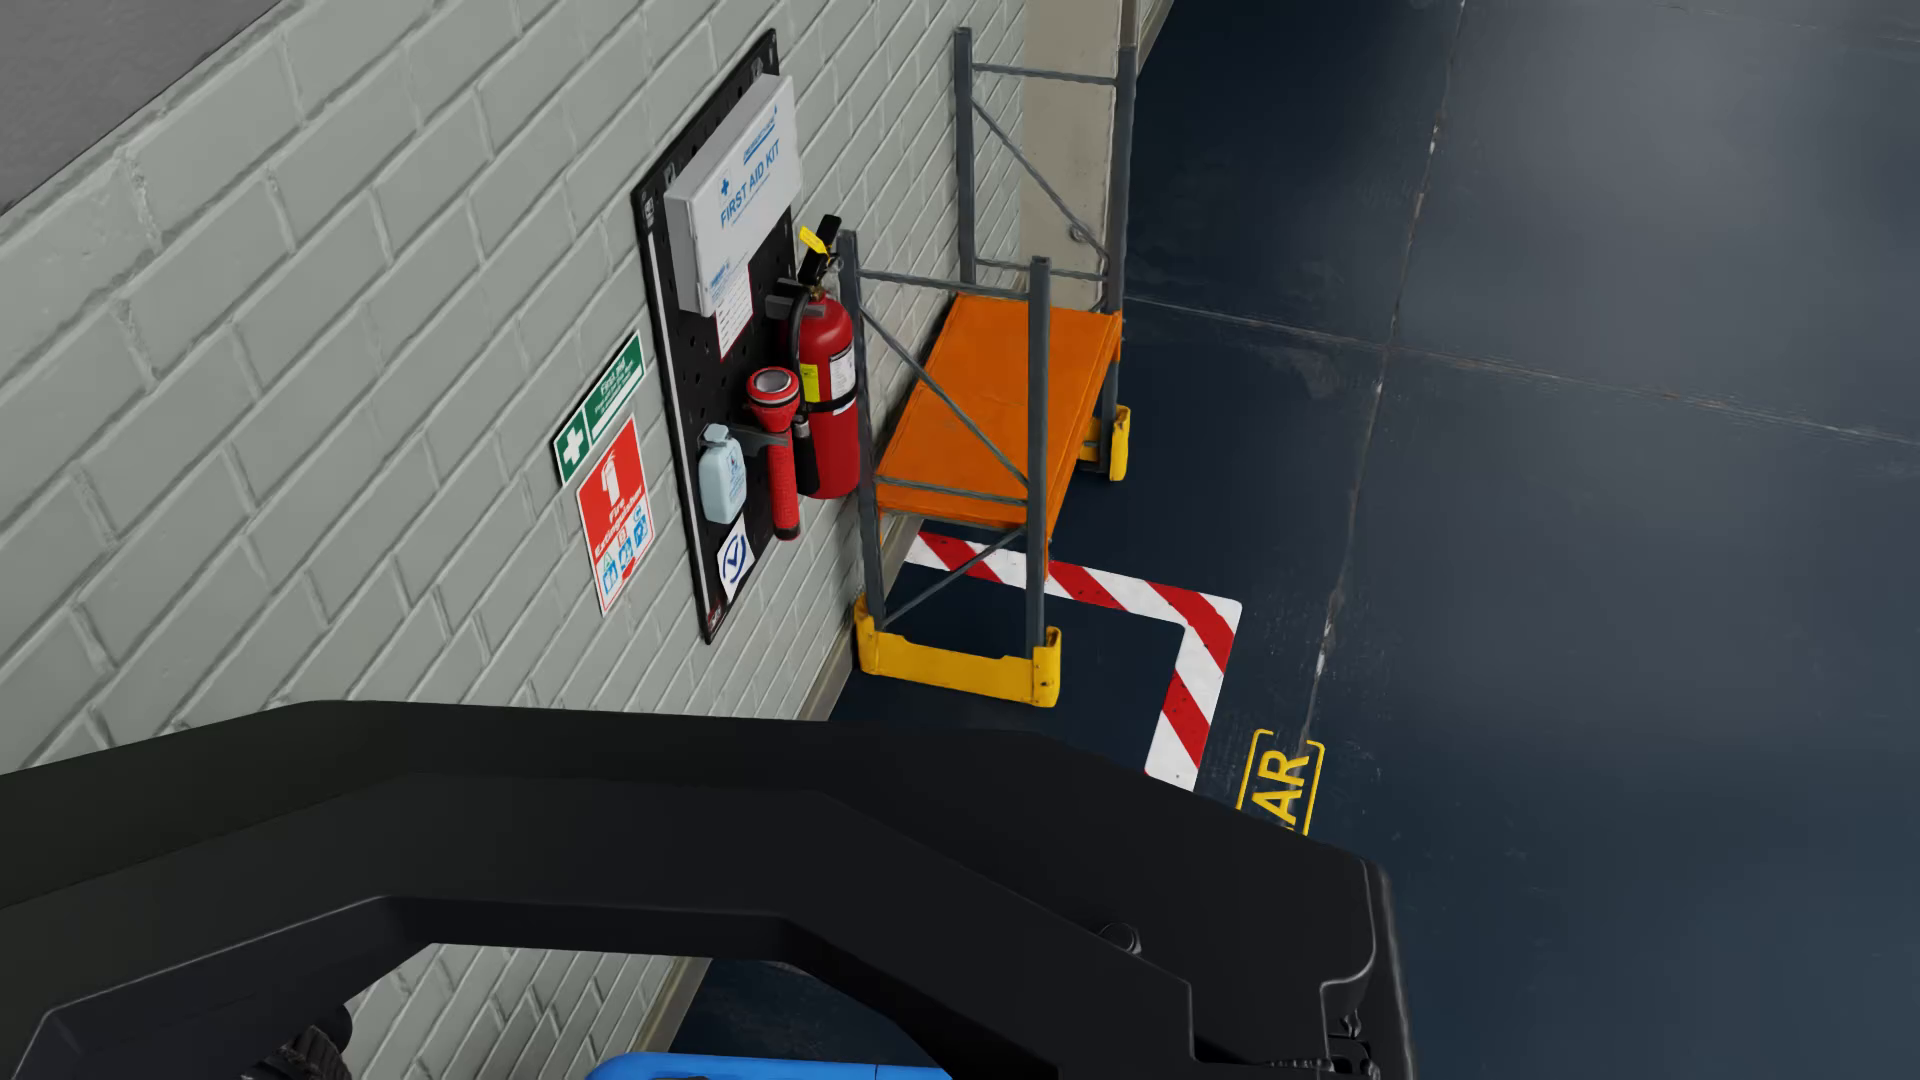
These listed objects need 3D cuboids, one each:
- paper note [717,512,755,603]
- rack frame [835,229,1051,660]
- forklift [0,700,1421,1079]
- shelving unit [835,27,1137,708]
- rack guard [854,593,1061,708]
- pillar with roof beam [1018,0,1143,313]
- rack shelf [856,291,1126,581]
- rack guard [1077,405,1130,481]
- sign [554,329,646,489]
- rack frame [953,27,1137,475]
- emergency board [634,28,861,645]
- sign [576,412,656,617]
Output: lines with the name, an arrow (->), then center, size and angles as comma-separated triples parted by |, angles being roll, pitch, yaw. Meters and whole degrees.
paper note -> -0.496, 0.039, 3.695 | 0.016, 0.148, 0.142 | 13, 46, 13
rack frame -> -0.025, -0.124, 4.287 | 0.500, 1.500, 0.032 | 10, 45, 12
forklift -> -0.231, 1.641, 1.478 | 1.130, 2.935, 3.031 | 2, 44, 2
shelving unit -> 0.111, -0.471, 4.645 | 0.587, 1.500, 1.083 | 10, 45, 12
rack guard -> -0.007, 0.314, 4.733 | 0.587, 0.250, 0.087 | 10, 45, 12
pillar with roof beam -> 4.511, -3.251, 2.138 | 9.100, 9.000, 0.400 | 13, 46, 13
rack shelf -> 0.113, -0.335, 4.763 | 0.538, 0.185, 1.000 | 10, 45, 12
rack guard -> 0.256, -0.355, 5.422 | 0.587, 0.250, 0.087 | 10, 45, 12
sign -> -0.633, -0.236, 2.942 | 0.001, 0.109, 0.331 | 13, 46, 13
rack frame -> 0.243, -0.807, 4.990 | 0.500, 1.500, 0.032 | 10, 45, 12
emergency board -> -0.377, -0.379, 3.493 | 0.194, 1.169, 0.643 | 13, 46, 13
sign -> -0.643, -0.045, 3.126 | 0.001, 0.329, 0.234 | 13, 46, 13
